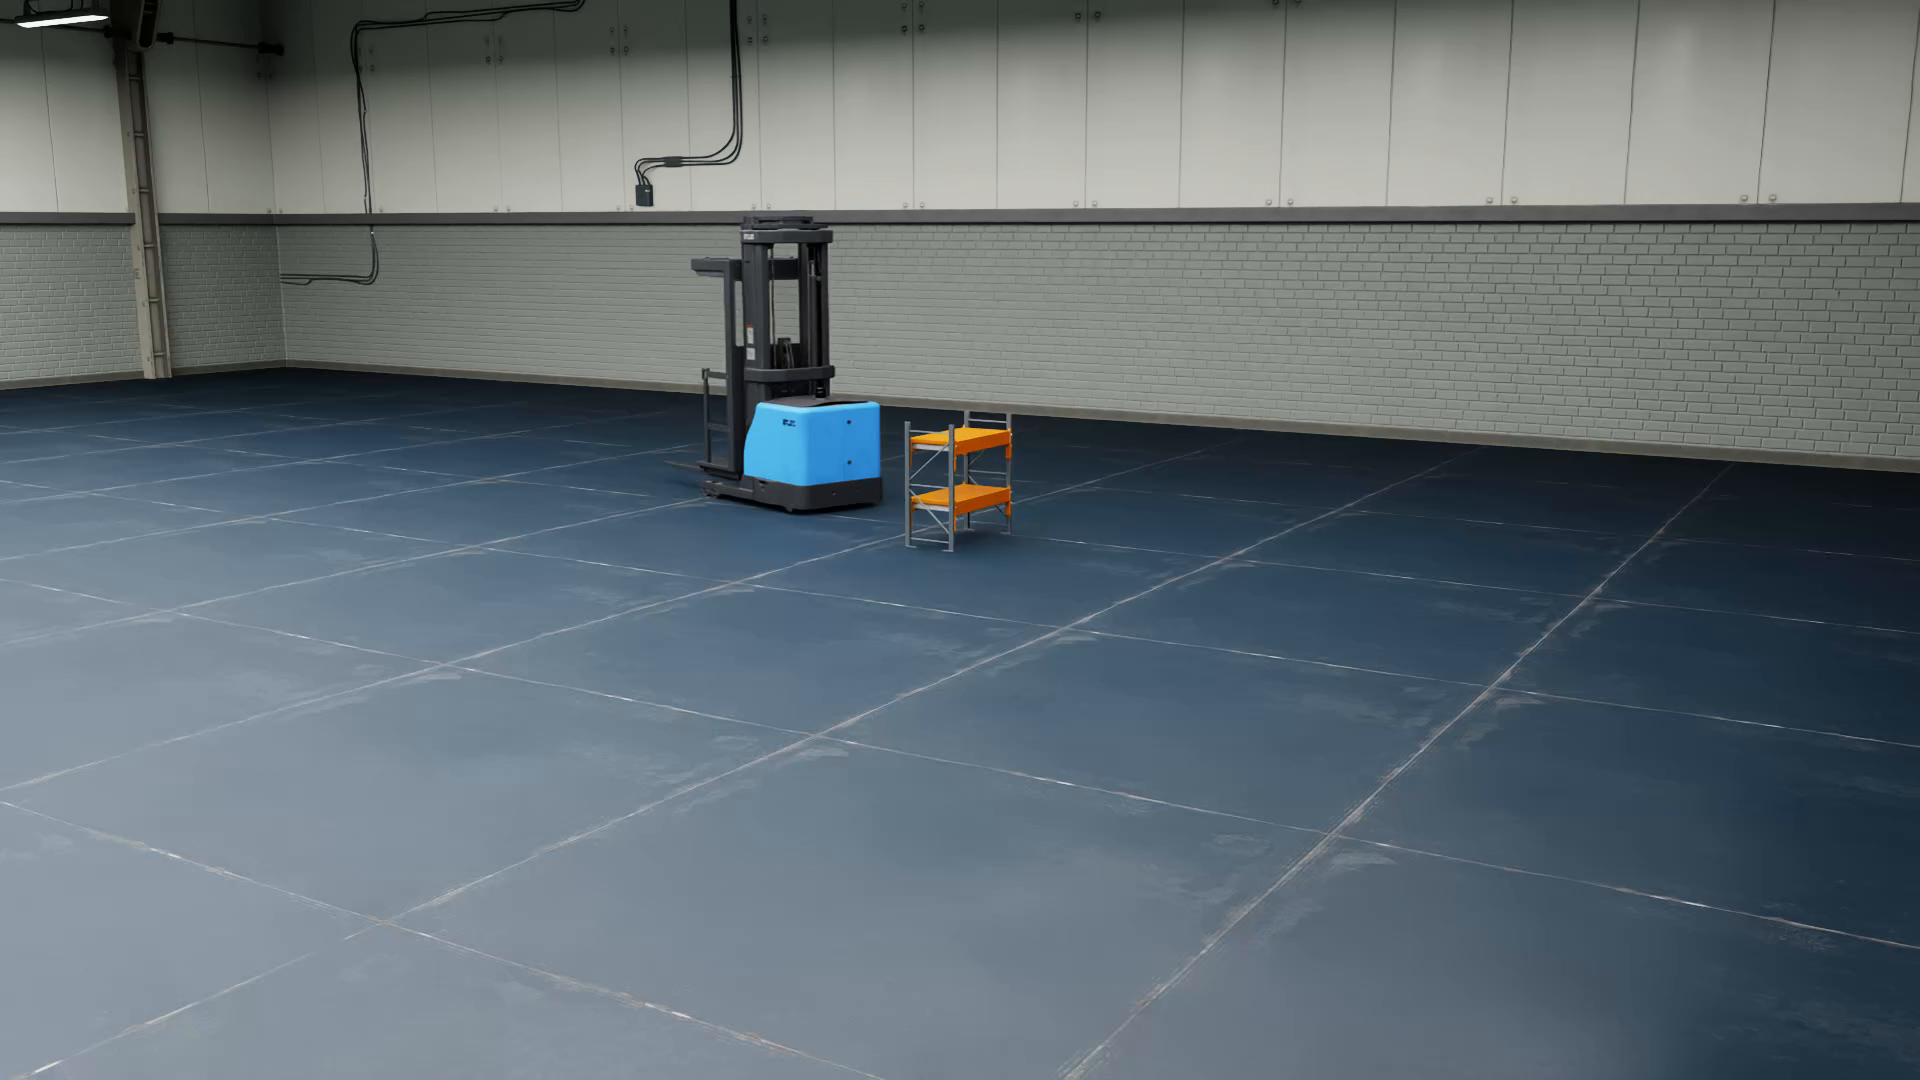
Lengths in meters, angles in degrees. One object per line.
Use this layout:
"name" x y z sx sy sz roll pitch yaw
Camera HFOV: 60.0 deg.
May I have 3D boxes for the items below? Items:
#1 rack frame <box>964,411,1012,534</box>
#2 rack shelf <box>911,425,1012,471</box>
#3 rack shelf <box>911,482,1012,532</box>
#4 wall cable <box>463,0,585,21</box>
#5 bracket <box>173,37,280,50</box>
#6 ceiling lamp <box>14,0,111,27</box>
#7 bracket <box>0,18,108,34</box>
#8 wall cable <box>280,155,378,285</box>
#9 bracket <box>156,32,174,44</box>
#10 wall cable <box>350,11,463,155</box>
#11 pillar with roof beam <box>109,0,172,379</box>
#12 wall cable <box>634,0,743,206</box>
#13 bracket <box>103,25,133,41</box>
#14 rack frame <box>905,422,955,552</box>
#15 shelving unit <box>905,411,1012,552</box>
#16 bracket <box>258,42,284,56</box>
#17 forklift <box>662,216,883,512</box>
"rack frame" 0.260 -0.632 15.568 0.500 1.125 0.032 6 12 31
"rack shelf" -0.003 -0.840 15.087 0.538 0.278 1.000 6 12 31
"rack shelf" -0.003 -0.312 15.186 0.538 0.278 1.000 6 12 31
"wall cable" -7.752 -10.507 29.271 3.097 2.526 0.112 6 12 31
"bracket" -13.926 -9.613 32.360 0.076 0.066 3.189 6 12 31
"ceiling lamp" -13.316 -9.340 24.822 2.000 3.185 0.800 6 12 31
"bracket" -16.619 -8.797 28.003 0.076 0.066 4.783 6 12 31
"wall cable" -12.709 -6.343 33.114 3.097 2.526 0.112 6 12 31
"bracket" -14.850 -9.333 30.865 0.235 0.232 0.430 6 12 31
"wall cable" -10.397 -8.567 31.269 3.097 2.526 0.112 6 12 31
"pillar with roof beam" -11.690 -7.121 28.832 9.100 9.000 0.548 6 12 31
"wall cable" -4.604 -8.631 27.658 2.305 6.003 0.169 6 12 31
"bracket" -15.281 -9.202 30.168 0.235 0.232 0.430 6 12 31
"rack frame" -0.267 -0.472 14.714 0.500 1.125 0.032 6 12 31
"shelving unit" -0.003 -0.552 15.141 0.538 1.125 1.048 6 12 31
"bracket" -13.620 -9.705 32.856 0.235 0.232 0.430 6 12 31
"forklift" -2.132 -1.935 17.622 1.130 2.935 3.031 -9 14 -40
